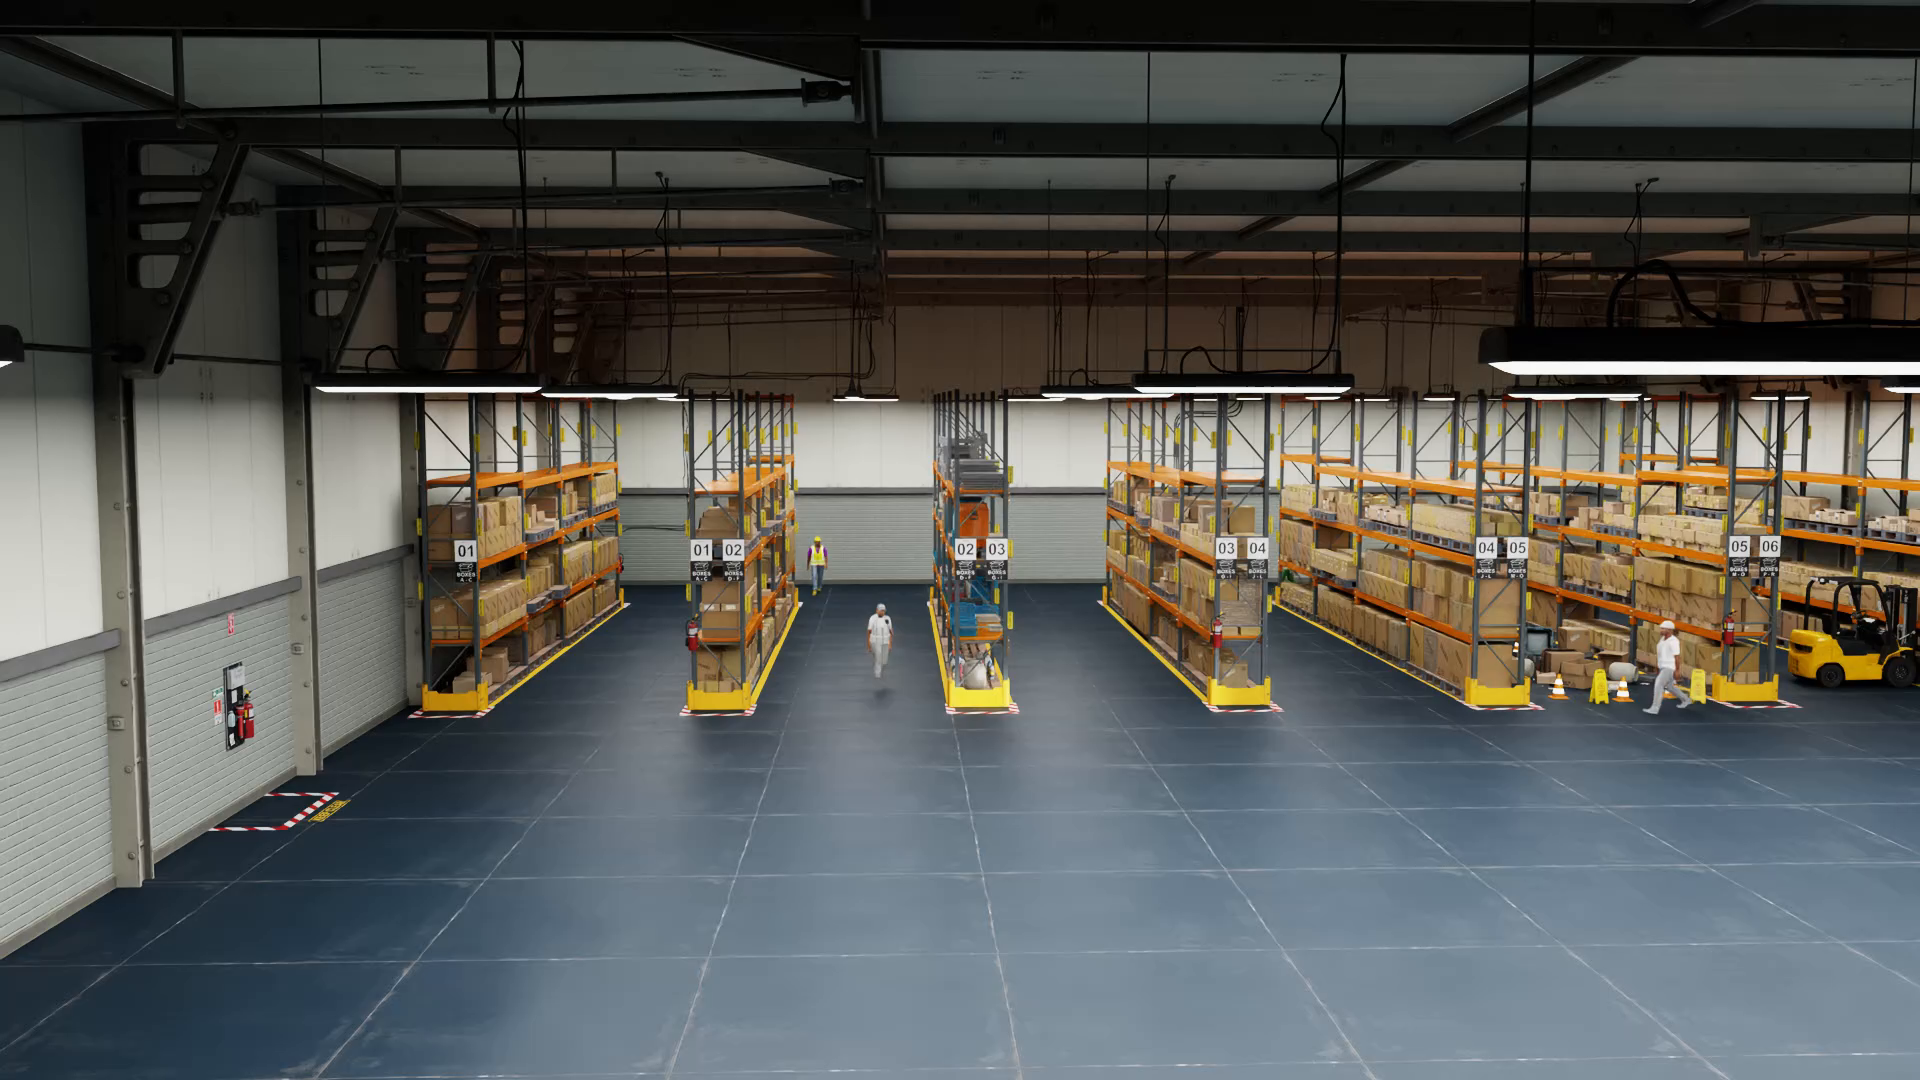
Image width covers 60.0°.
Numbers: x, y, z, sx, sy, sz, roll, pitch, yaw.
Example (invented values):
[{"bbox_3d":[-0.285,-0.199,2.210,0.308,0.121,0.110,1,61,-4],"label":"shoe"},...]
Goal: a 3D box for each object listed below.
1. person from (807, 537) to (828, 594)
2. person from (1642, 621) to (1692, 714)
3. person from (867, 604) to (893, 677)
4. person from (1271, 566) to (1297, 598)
[{"bbox_3d":[-4.288,0.753,50.114,0.623,1.696,1.066,-1,5,-12],"label":"person"},{"bbox_3d":[13.104,2.352,30.730,1.019,1.731,0.570,0,5,-3],"label":"person"},{"bbox_3d":[-1.601,2.000,33.487,0.543,1.434,0.971,-2,5,-24],"label":"person"},{"bbox_3d":[9.548,0.833,49.030,0.996,1.723,0.501,1,5,12],"label":"person"}]
